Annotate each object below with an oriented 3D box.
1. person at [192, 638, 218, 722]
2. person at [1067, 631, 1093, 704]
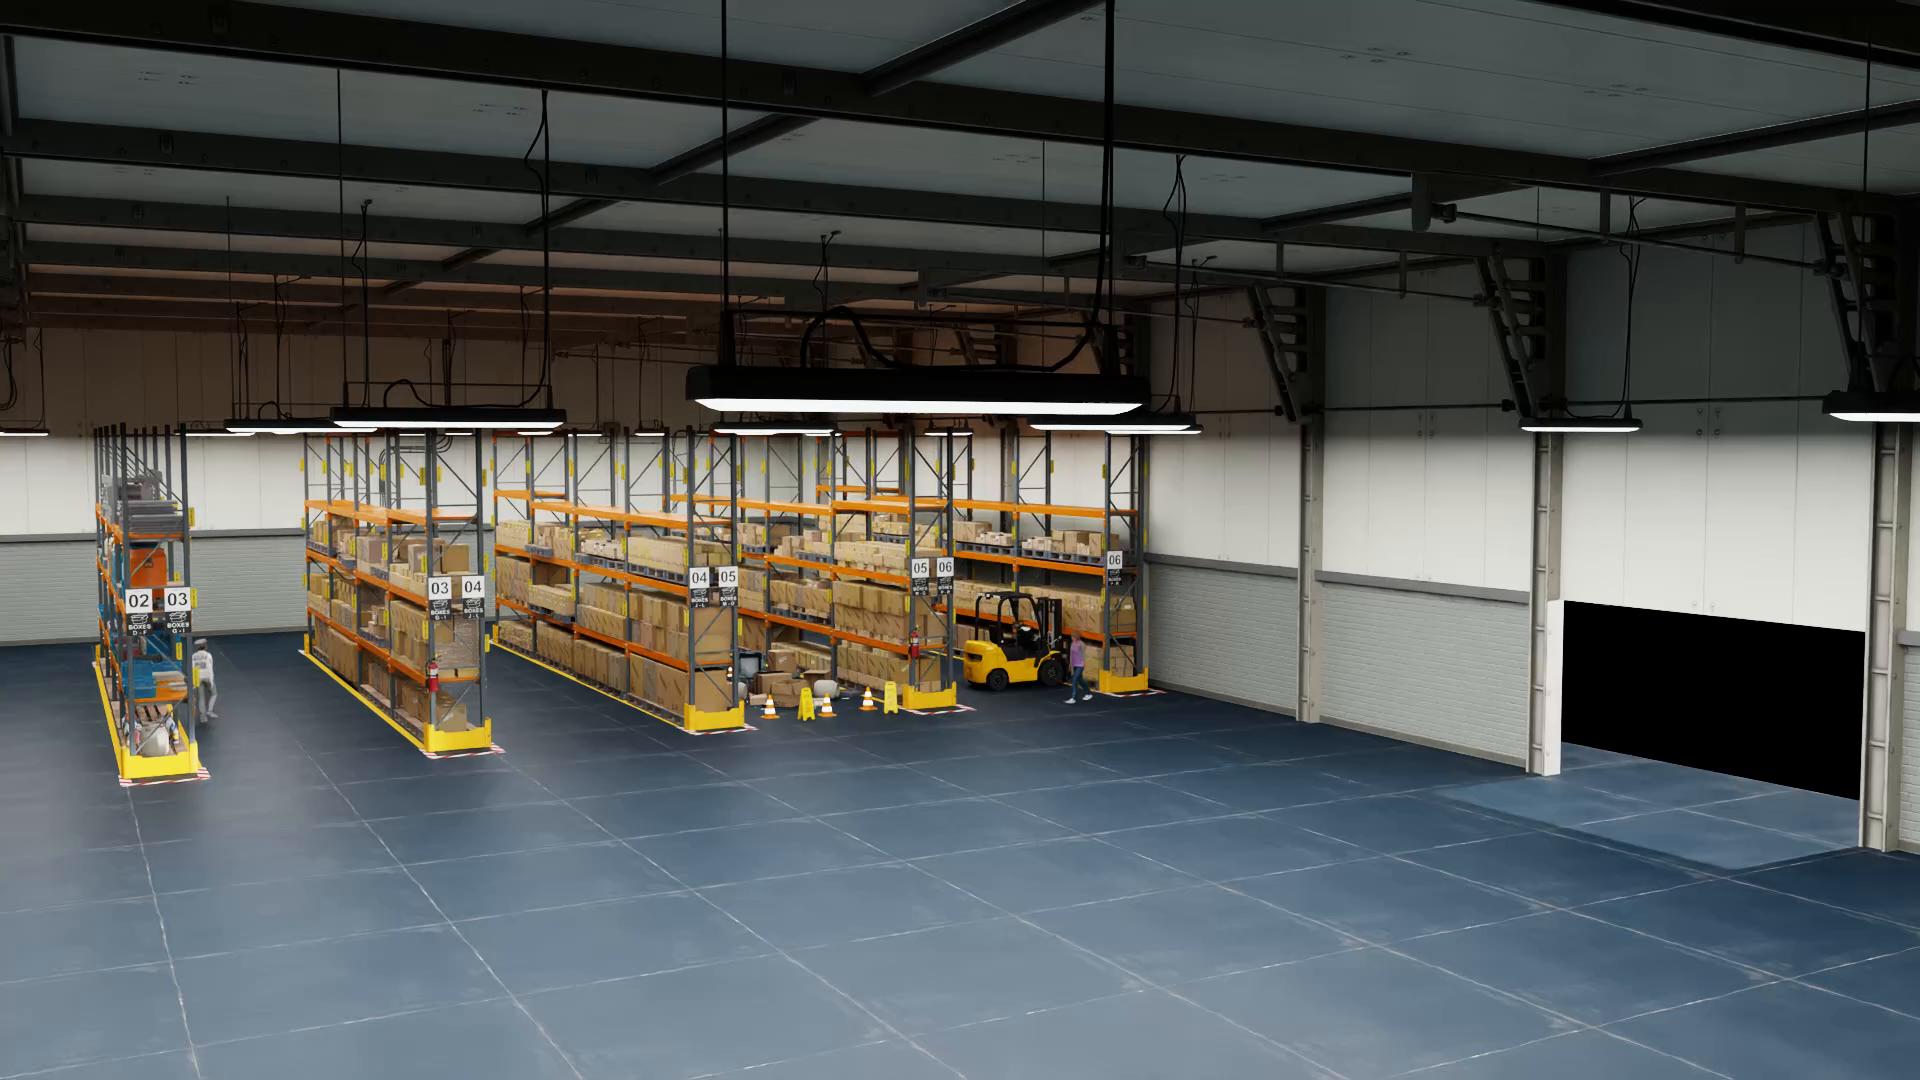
[{"bbox_3d":[-15.299,2.838,33.670,0.485,1.671,0.457,-1,4,-12],"label":"person"},{"bbox_3d":[2.592,2.746,36.189,0.774,1.560,0.447,-2,4,-25],"label":"person"}]
